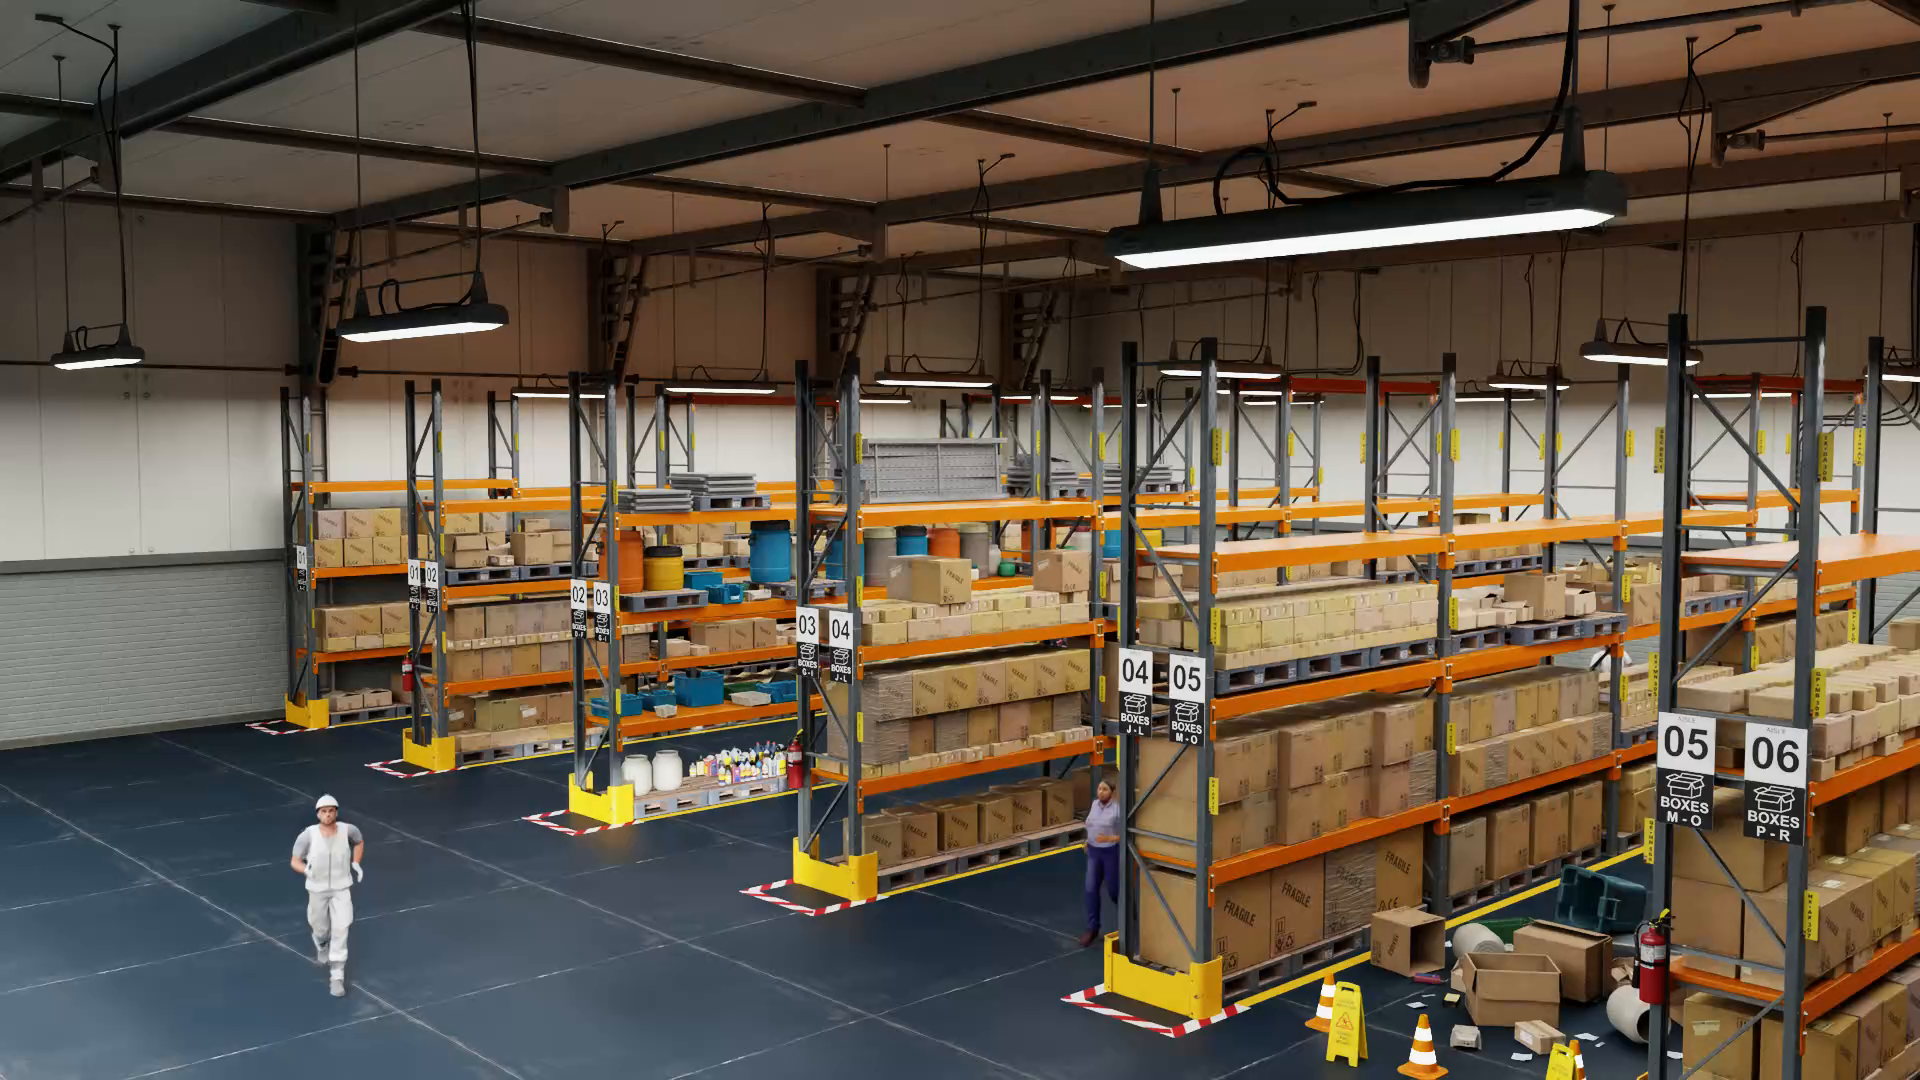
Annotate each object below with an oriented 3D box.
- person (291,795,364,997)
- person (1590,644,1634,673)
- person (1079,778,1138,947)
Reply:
[{"bbox_3d":[-5.875,3.261,15.500,0.654,1.776,0.985,-2,4,-24],"label":"person"},{"bbox_3d":[11.270,2.484,28.716,0.733,1.703,0.619,1,4,11],"label":"person"},{"bbox_3d":[1.502,3.257,16.995,0.602,1.671,0.789,3,5,37],"label":"person"}]
